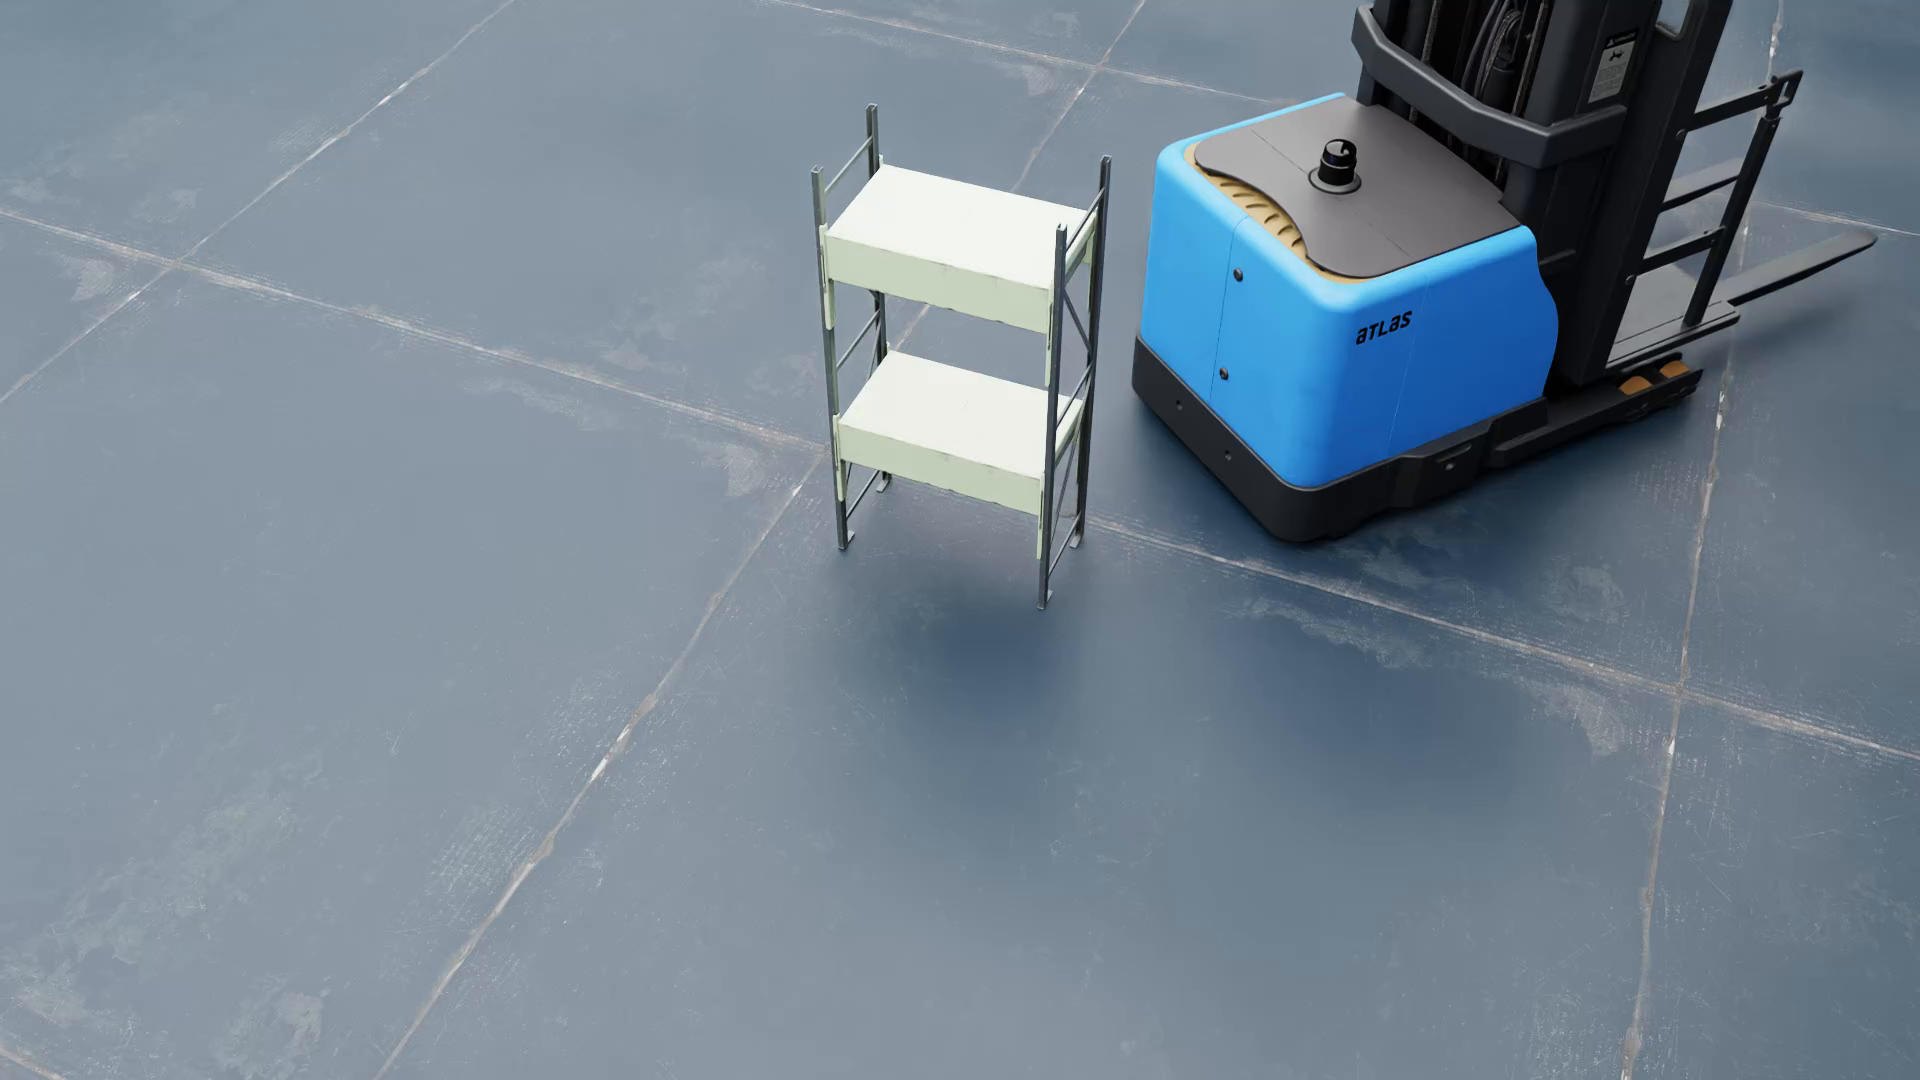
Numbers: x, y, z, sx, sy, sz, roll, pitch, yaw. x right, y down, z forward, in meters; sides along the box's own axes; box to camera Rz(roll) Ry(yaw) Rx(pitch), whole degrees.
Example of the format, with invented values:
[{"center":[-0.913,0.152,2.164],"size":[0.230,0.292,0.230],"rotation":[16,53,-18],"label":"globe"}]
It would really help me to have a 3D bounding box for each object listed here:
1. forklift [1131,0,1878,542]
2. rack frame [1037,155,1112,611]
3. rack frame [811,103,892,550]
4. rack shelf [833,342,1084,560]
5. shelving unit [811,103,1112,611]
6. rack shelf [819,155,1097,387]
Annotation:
[{"center":[2.186,-1.789,5.470],"size":[3.031,2.935,1.130],"rotation":[-21,49,-20],"label":"forklift"},{"center":[0.344,-0.430,5.119],"size":[0.023,1.500,0.400],"rotation":[16,47,16],"label":"rack frame"},{"center":[-0.332,-0.629,5.319],"size":[0.023,1.500,0.400],"rotation":[16,47,16],"label":"rack frame"},{"center":[0.006,-0.299,5.449],"size":[0.720,0.370,0.431],"rotation":[16,47,16],"label":"rack shelf"},{"center":[0.006,-0.530,5.219],"size":[0.755,1.500,0.431],"rotation":[16,47,16],"label":"shelving unit"},{"center":[0.006,-0.807,4.944],"size":[0.720,0.370,0.431],"rotation":[16,47,16],"label":"rack shelf"}]
